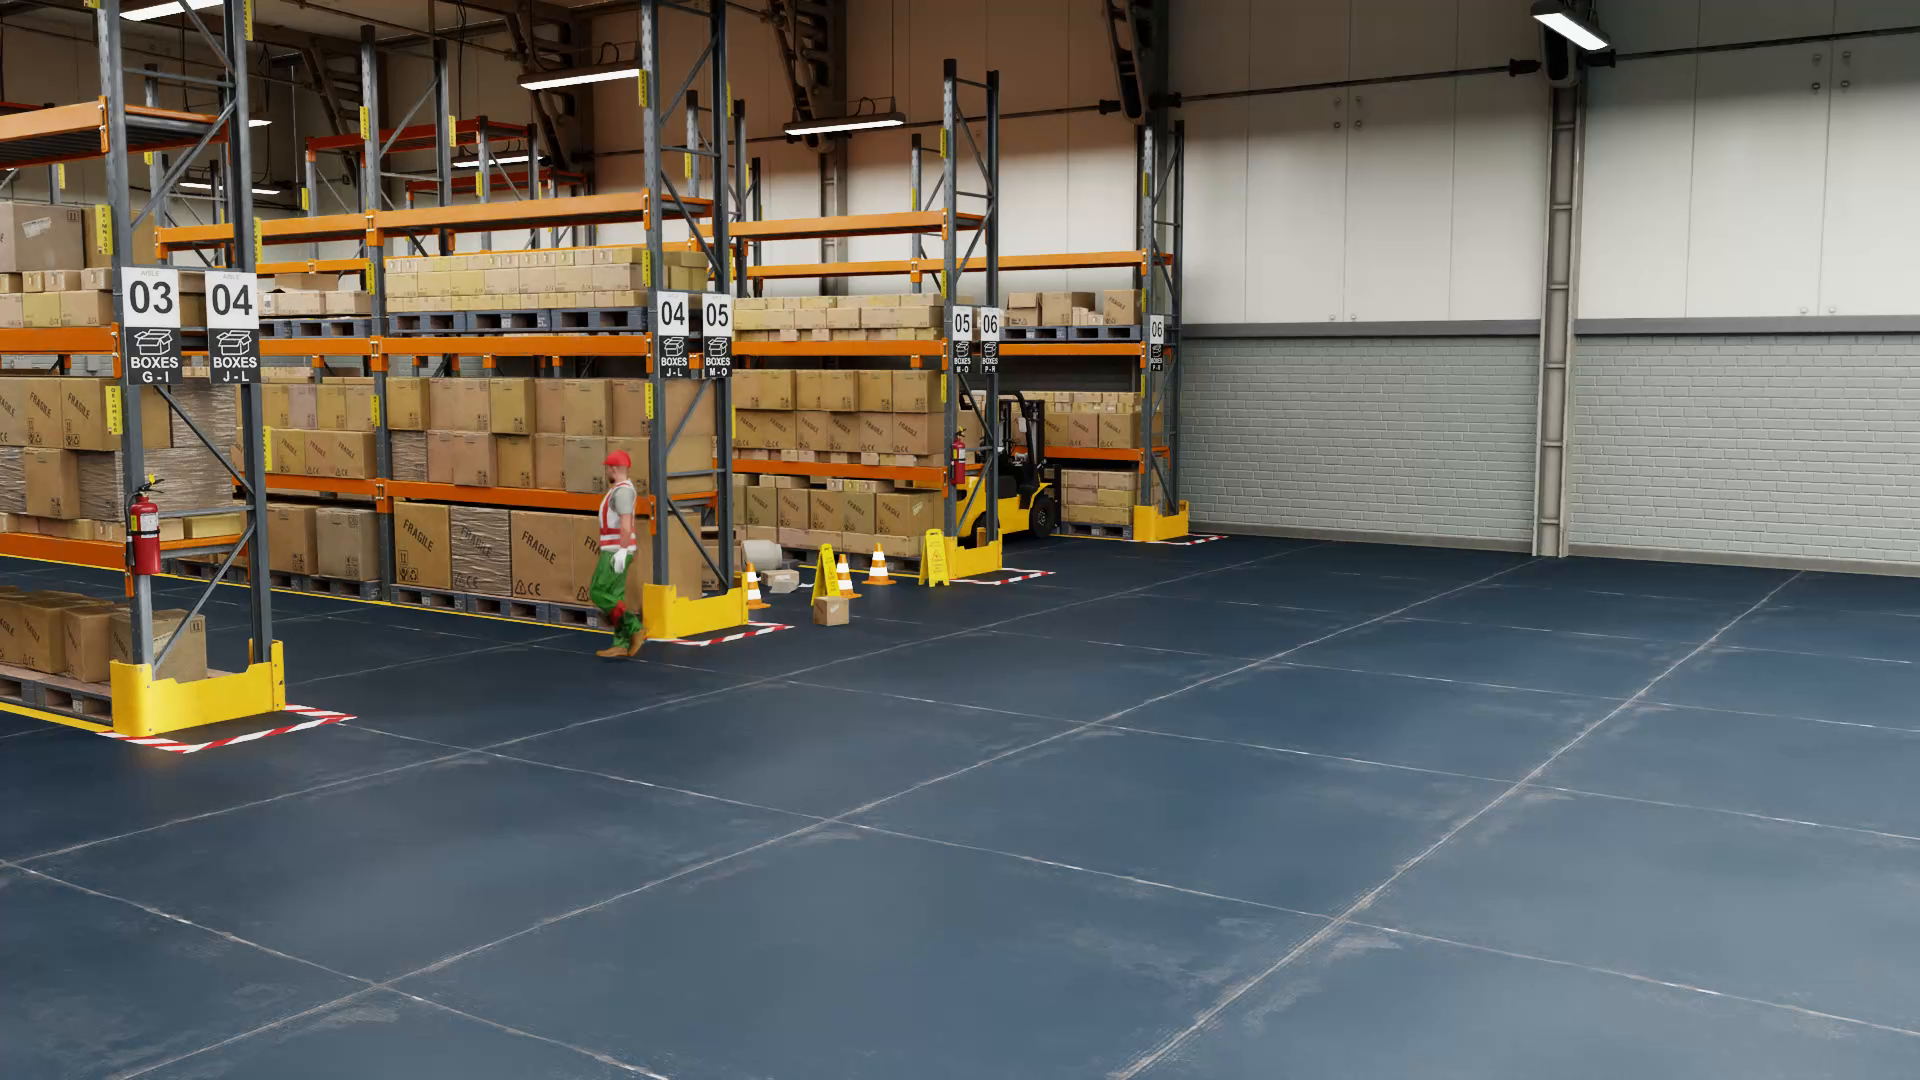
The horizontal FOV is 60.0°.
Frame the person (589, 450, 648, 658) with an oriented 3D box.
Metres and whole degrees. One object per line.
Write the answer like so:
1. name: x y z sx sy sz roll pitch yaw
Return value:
1. person: -2.958 0.119 14.316 0.482 1.767 0.633 -2 6 -15
